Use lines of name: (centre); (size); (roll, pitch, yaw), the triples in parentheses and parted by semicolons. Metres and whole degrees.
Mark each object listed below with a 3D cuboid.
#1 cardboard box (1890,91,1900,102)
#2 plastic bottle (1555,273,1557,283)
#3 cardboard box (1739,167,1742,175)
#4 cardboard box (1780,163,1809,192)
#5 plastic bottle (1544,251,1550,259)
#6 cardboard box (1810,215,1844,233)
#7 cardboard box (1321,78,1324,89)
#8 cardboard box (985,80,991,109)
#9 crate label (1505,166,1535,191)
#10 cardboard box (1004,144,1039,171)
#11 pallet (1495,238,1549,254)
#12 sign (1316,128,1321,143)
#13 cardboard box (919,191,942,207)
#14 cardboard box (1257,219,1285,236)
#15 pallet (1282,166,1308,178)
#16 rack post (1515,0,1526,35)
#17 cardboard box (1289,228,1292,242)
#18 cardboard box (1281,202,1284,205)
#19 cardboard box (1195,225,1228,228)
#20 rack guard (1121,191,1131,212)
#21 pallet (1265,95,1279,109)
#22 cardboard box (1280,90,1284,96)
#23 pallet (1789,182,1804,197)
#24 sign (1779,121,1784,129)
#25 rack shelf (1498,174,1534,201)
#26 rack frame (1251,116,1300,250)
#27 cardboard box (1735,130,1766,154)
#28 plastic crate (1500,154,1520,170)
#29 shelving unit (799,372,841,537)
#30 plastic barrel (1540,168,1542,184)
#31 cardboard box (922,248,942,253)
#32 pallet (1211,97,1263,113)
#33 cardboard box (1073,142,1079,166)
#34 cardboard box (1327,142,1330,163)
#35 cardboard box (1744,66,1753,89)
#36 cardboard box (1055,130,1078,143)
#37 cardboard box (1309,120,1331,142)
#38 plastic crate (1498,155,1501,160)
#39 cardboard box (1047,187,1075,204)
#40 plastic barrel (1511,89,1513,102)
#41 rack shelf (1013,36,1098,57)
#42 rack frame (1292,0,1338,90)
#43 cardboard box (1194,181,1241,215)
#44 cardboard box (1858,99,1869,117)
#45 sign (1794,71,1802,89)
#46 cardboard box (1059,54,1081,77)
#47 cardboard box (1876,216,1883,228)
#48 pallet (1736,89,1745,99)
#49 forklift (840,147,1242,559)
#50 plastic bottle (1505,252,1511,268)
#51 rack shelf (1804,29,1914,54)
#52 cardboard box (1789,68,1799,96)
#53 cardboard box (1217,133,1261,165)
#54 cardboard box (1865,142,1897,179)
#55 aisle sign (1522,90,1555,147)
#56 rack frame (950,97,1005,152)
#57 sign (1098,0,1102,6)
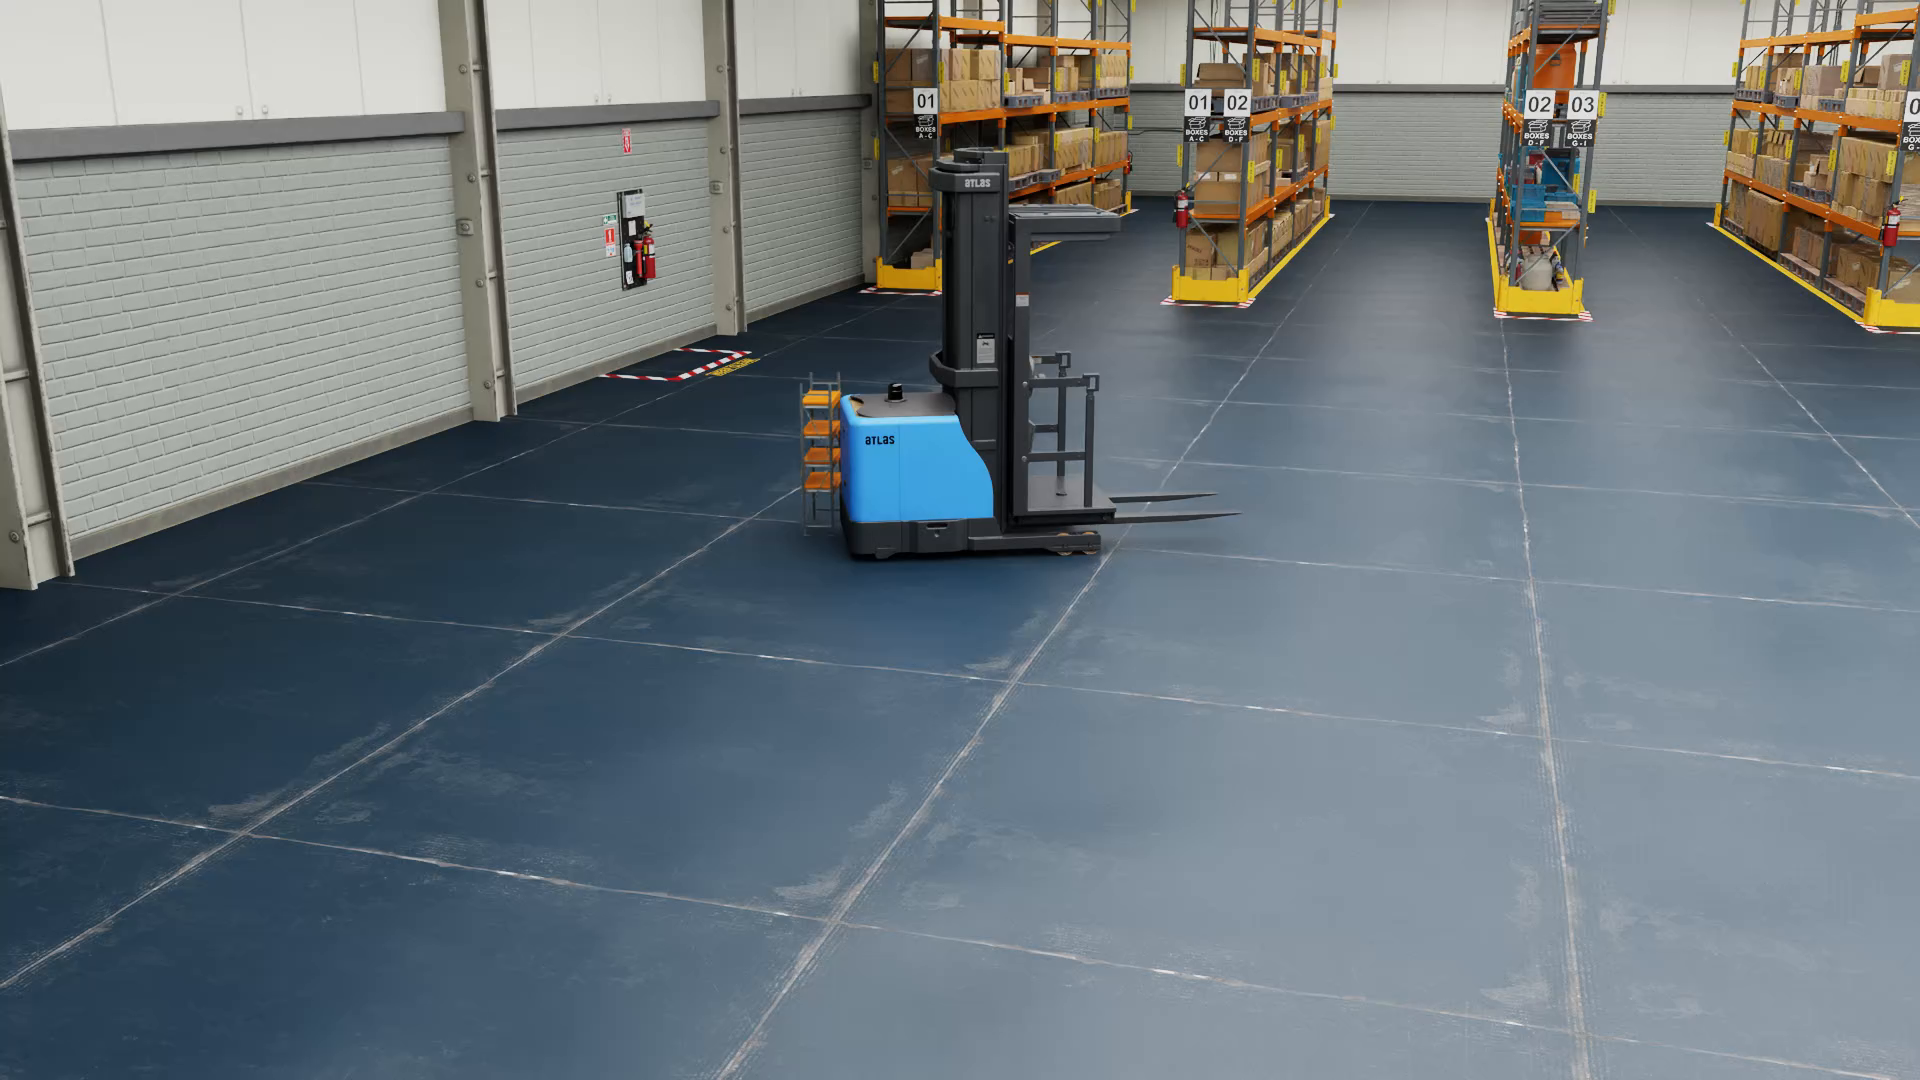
cardboard box: (13.369, -6.262, 23.456); (0.380, 0.149, 0.250); (4, 16, 13)
plastic bottle: (9.525, -4.190, 26.426); (0.097, 0.201, 0.097); (0, 16, 0)
cardboard box: (16.978, -7.923, 35.727); (0.380, 0.149, 0.250); (4, 16, 15)
cardboard box: (15.606, -6.753, 30.956); (0.500, 0.500, 0.500); (5, 17, 18)
plastic bottle: (9.773, -4.651, 27.779); (0.144, 0.351, 0.185); (5, 16, 16)
cardboard box: (15.401, -5.609, 29.507); (0.500, 0.250, 0.500); (7, 17, 22)
cardboard box: (7.860, -10.222, 37.233); (0.500, 0.250, 0.500); (5, 16, 16)
cardboard box: (0.257, -7.880, 29.398); (0.500, 0.500, 0.500); (3, 16, 11)
crate label: (10.413, -6.718, 30.954); (0.502, 0.435, 0.616); (5, 16, 16)
cardboard box: (1.200, -7.696, 33.477); (0.700, 0.500, 0.500); (3, 16, 11)
pallet: (11.139, -5.808, 32.920); (1.003, 0.211, 1.213); (5, 16, 16)
sign: (7.877, -8.887, 36.542); (0.100, 0.325, 0.005); (5, 16, 16)
cardboard box: (-0.374, -5.656, 27.512); (0.500, 0.250, 0.500); (4, 16, 14)
cardboard box: (5.862, -5.919, 31.442); (0.500, 0.311, 0.500); (5, 17, 17)
pallet: (6.755, -7.742, 34.980); (1.003, 0.211, 1.213); (5, 16, 16)
rack post: (10.295, -9.398, 29.105); (1.013, 1.000, 3.121); (5, 16, 16)
cardboard box: (6.291, -6.048, 32.925); (0.500, 0.250, 0.500); (5, 17, 17)
cardboard box: (6.682, -7.003, 35.796); (0.500, 0.500, 0.500); (5, 17, 17)
cardboard box: (4.214, -5.029, 27.958); (0.500, 0.500, 0.500); (5, 16, 16)
rack guard: (3.737, -8.605, 42.252); (1.175, 0.500, 0.348); (5, 16, 16)
pallet: (4.853, -7.454, 28.278); (1.003, 0.211, 1.213); (5, 16, 16)
cardboard box: (5.827, -8.488, 31.266); (0.500, 0.250, 0.500); (4, 16, 15)
pallet: (15.603, -6.269, 29.787); (1.213, 0.211, 1.003); (5, 16, 16)
sign: (18.493, -9.274, 37.474); (0.100, 0.325, 0.005); (5, 16, 16)
rack shelf: (11.523, -7.117, 33.744); (1.077, 0.370, 4.000); (5, 16, 16)
rack frame: (6.207, -7.325, 33.159); (1.000, 3.000, 0.127); (5, 16, 16)
cardboard box: (17.298, -8.709, 36.394); (0.500, 0.500, 0.500); (4, 16, 14)
plastic crate: (11.897, -8.157, 36.008); (0.392, 0.384, 0.575); (5, 16, 16)
shelving unit: (-1.080, -0.672, 13.000); (0.258, 1.200, 0.503); (1, 16, 4)
plastic barrel: (10.300, -6.192, 28.915); (0.433, 0.535, 0.433); (0, 16, 0)
cardboard box: (-0.372, -4.857, 28.577); (0.500, 0.311, 0.500); (6, 17, 20)
pallet: (4.159, -6.816, 26.027); (1.003, 0.211, 1.213); (5, 16, 16)
cardboard box: (2.280, -8.419, 36.251); (0.500, 0.500, 0.500); (5, 17, 17)
cardboard box: (8.614, -9.328, 40.037); (0.500, 0.500, 0.500); (5, 17, 18)
cardboard box: (17.605, -10.112, 36.352); (0.700, 0.500, 0.500); (4, 16, 14)
cardboard box: (2.262, -8.775, 36.129); (0.500, 0.250, 0.500); (4, 16, 15)
cardboard box: (8.617, -9.810, 39.902); (0.500, 0.500, 0.500); (4, 16, 15)
plastic crate: (12.655, -8.770, 38.450); (0.416, 0.233, 0.300); (5, 16, 16)
cardboard box: (2.046, -7.287, 36.194); (0.750, 0.750, 0.750); (5, 16, 16)
plastic barrel: (10.573, -8.380, 31.174); (0.421, 0.512, 0.421); (0, 16, 0)
rack shelf: (2.025, -10.579, 35.688); (1.077, 0.370, 4.000); (5, 16, 16)
rack frame: (8.480, -12.304, 39.719); (1.000, 3.000, 0.127); (5, 16, 16)
cardboard box: (4.078, -5.402, 26.193); (0.700, 0.500, 0.500); (5, 16, 16)
cardboard box: (13.897, -6.515, 25.079); (0.500, 0.250, 0.500); (4, 16, 14)
sign: (15.174, -8.331, 30.115); (0.100, 0.325, 0.005); (5, 16, 16)
cardboard box: (2.568, -10.938, 38.345); (0.500, 0.500, 0.500); (4, 16, 15)
cardboard box: (13.407, -4.568, 23.896); (0.380, 0.149, 0.250); (5, 16, 16)
pallet: (17.776, -9.855, 36.742); (1.003, 0.211, 1.213); (5, 16, 16)
forklift: (0.619, -1.435, 12.517); (3.031, 2.935, 1.130); (-2, 16, -8)
plastic bottle: (9.137, -4.603, 27.608); (0.144, 0.351, 0.185); (4, 16, 14)
rack shelf: (15.135, -8.381, 27.936); (1.077, 0.370, 4.000); (5, 16, 16)
cardboard box: (15.969, -8.647, 31.369); (0.500, 0.500, 0.500); (6, 17, 19)
cardboard box: (4.665, -6.571, 27.939); (0.700, 0.500, 0.500); (5, 16, 16)
cardboard box: (13.631, -5.560, 24.375); (0.500, 0.500, 0.500); (5, 16, 16)
aisle sign: (8.376, -6.102, 24.082); (0.394, 0.787, 0.004); (5, 16, 16)
rack frame: (0.320, -6.662, 30.820); (1.000, 3.000, 0.127); (5, 16, 16)
sign: (3.117, -12.090, 37.105); (0.100, 0.325, 0.005); (5, 16, 16)
